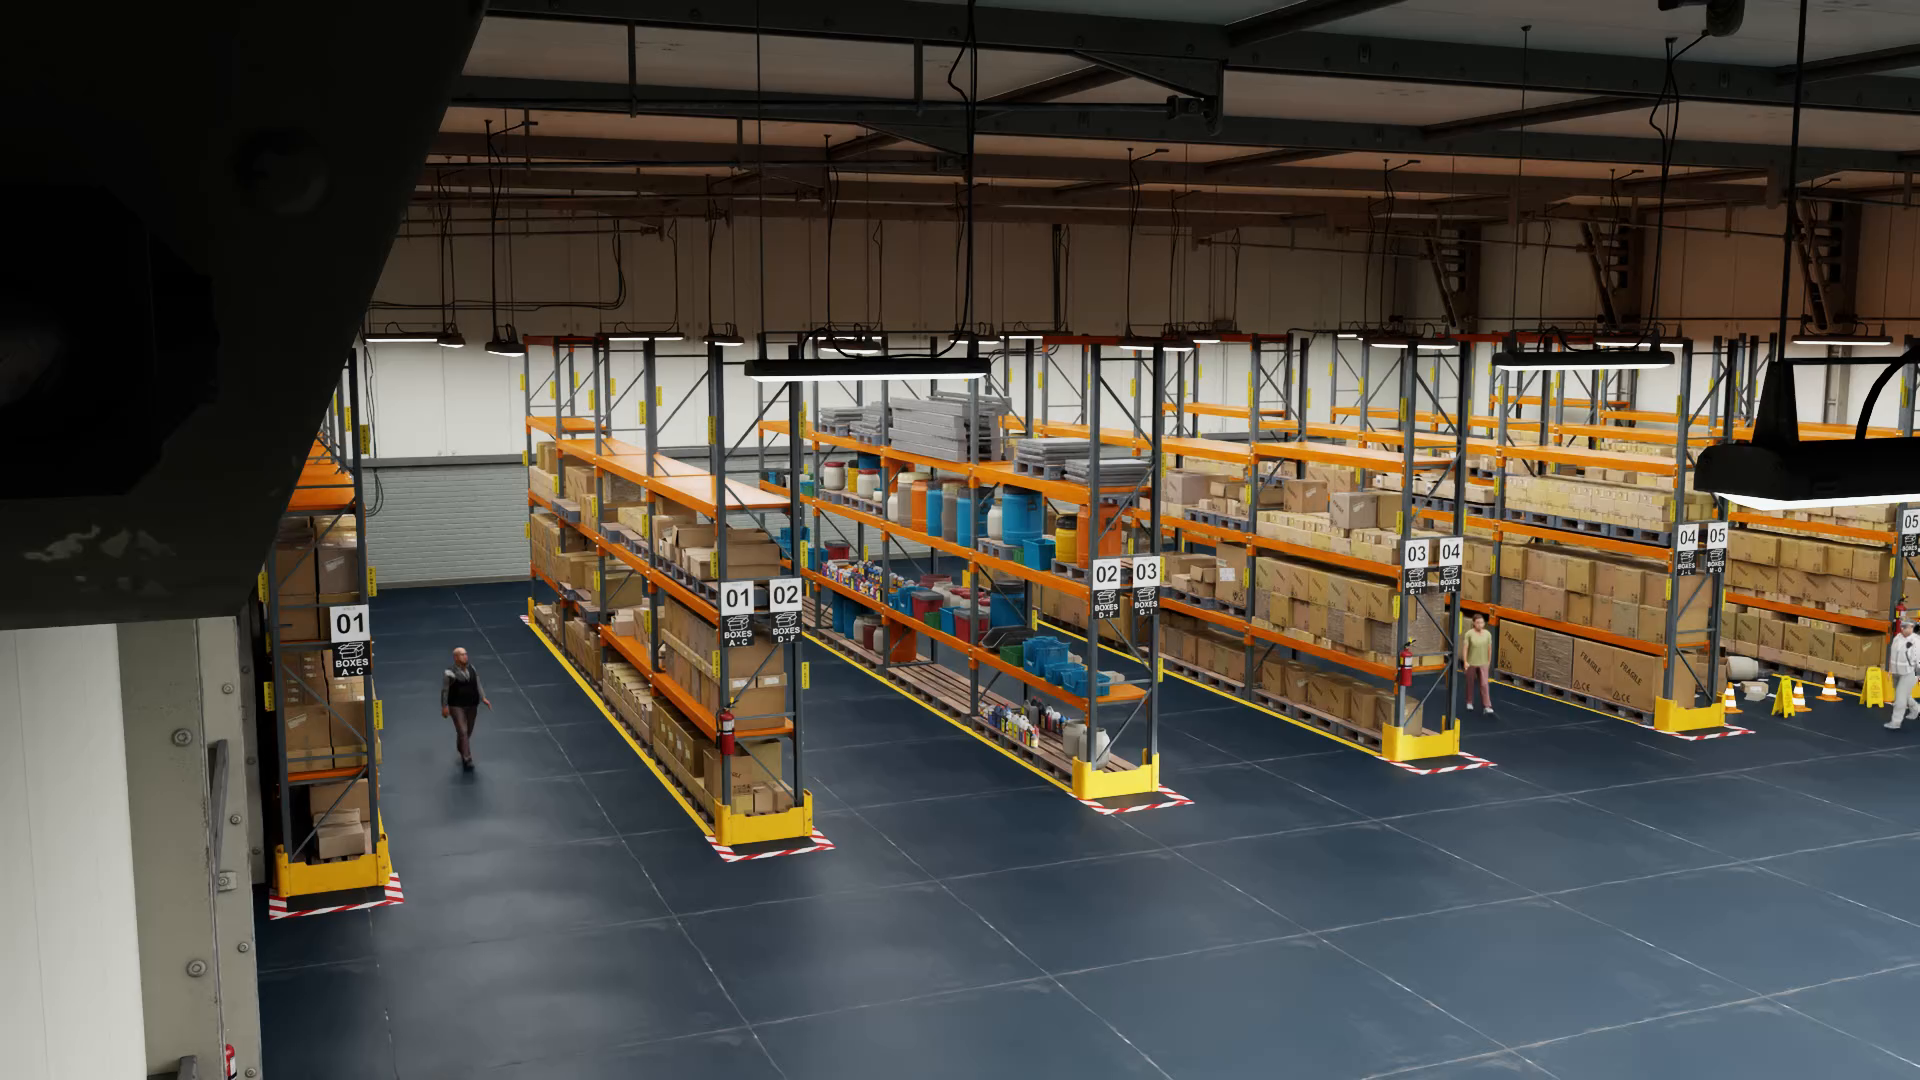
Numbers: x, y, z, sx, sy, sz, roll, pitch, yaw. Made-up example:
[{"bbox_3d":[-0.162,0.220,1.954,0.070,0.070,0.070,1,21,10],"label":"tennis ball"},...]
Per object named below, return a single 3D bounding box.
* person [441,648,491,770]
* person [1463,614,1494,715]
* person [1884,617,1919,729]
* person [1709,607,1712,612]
[{"bbox_3d":[-7.044,2.352,23.644,0.642,1.678,1.046,-6,10,-37],"label":"person"},{"bbox_3d":[8.268,1.985,26.568,0.470,1.614,1.075,2,8,11],"label":"person"},{"bbox_3d":[14.711,2.039,25.820,1.019,1.727,0.538,-3,8,-23],"label":"person"},{"bbox_3d":[16.195,0.712,35.670,0.577,1.781,0.616,-6,10,-40],"label":"person"}]
